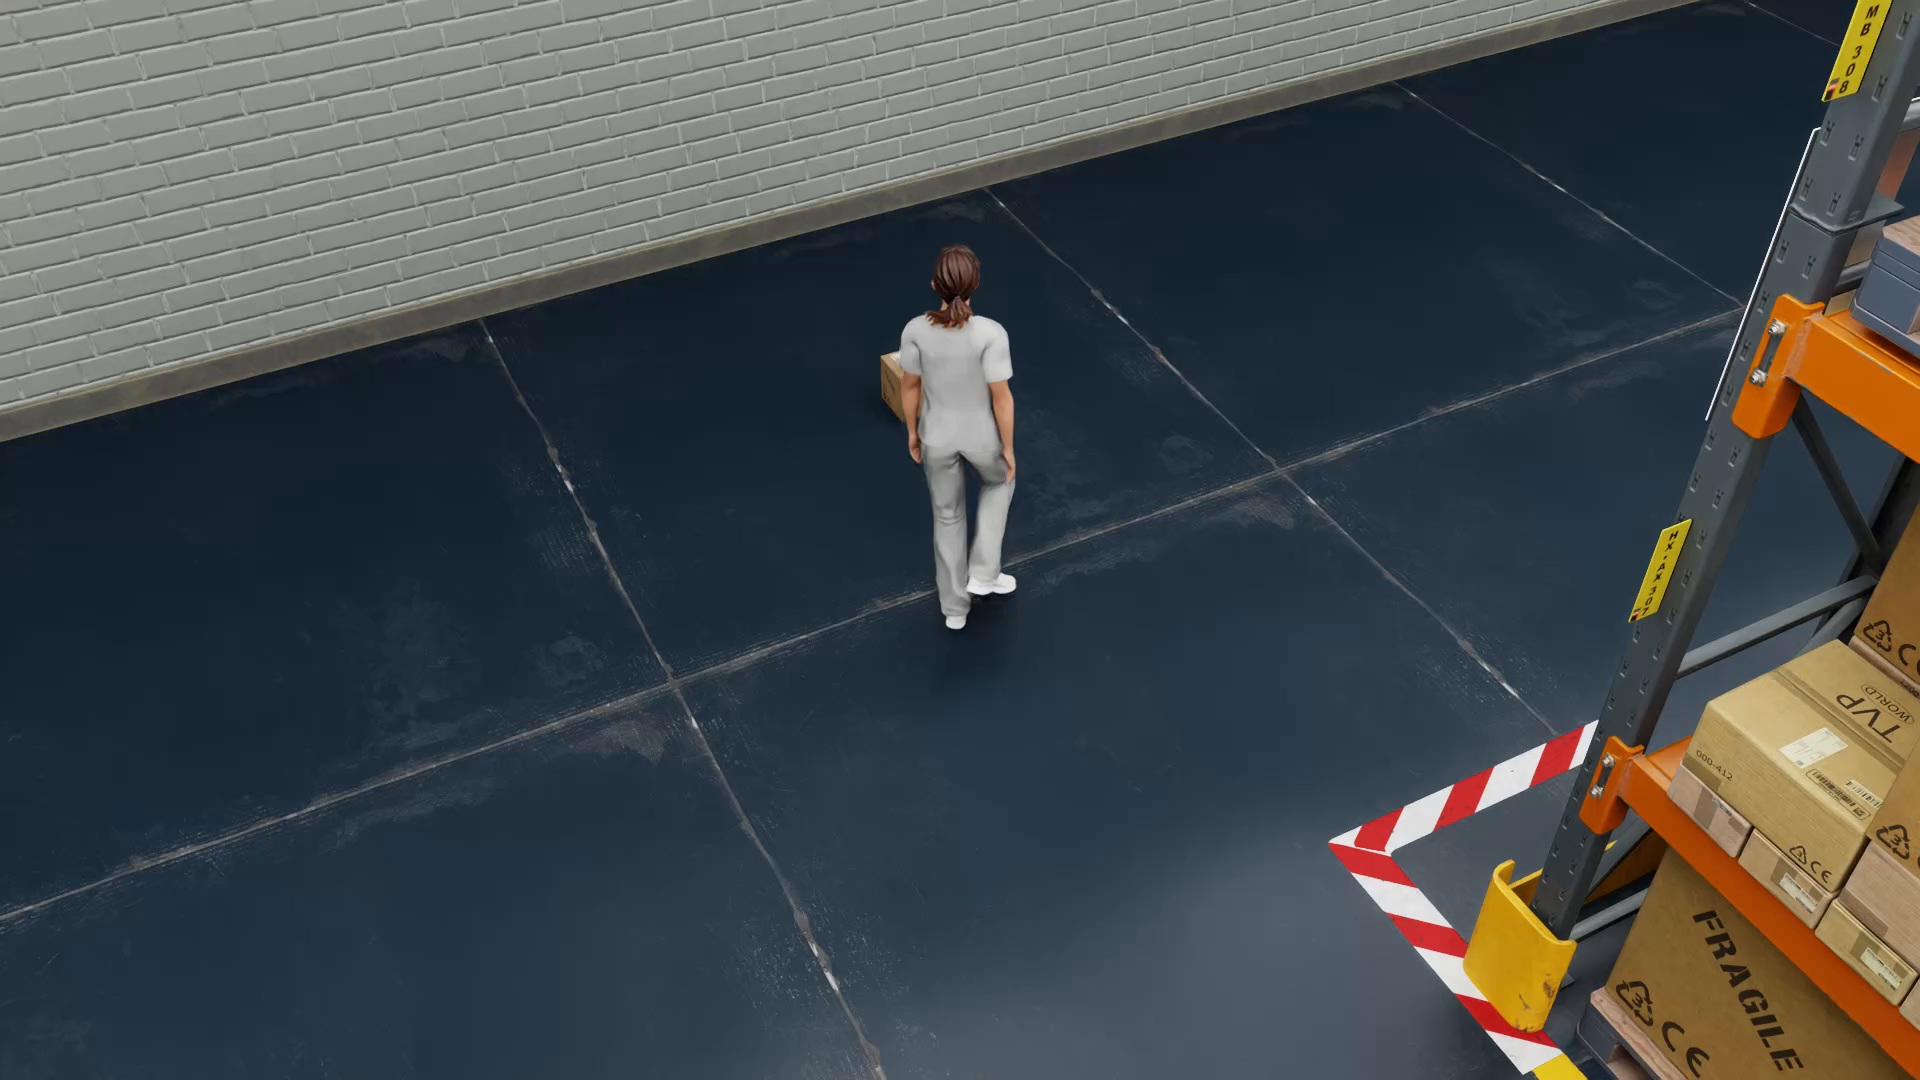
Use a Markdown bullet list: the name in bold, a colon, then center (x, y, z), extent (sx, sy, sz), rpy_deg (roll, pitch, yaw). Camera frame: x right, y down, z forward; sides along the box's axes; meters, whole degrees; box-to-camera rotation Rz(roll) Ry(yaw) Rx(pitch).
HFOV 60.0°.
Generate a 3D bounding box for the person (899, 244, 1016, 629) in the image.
- **person**: center (-0.001, -0.396, 6.588), extent (0.482, 1.654, 0.487), rpy_deg (5, 42, 6)
